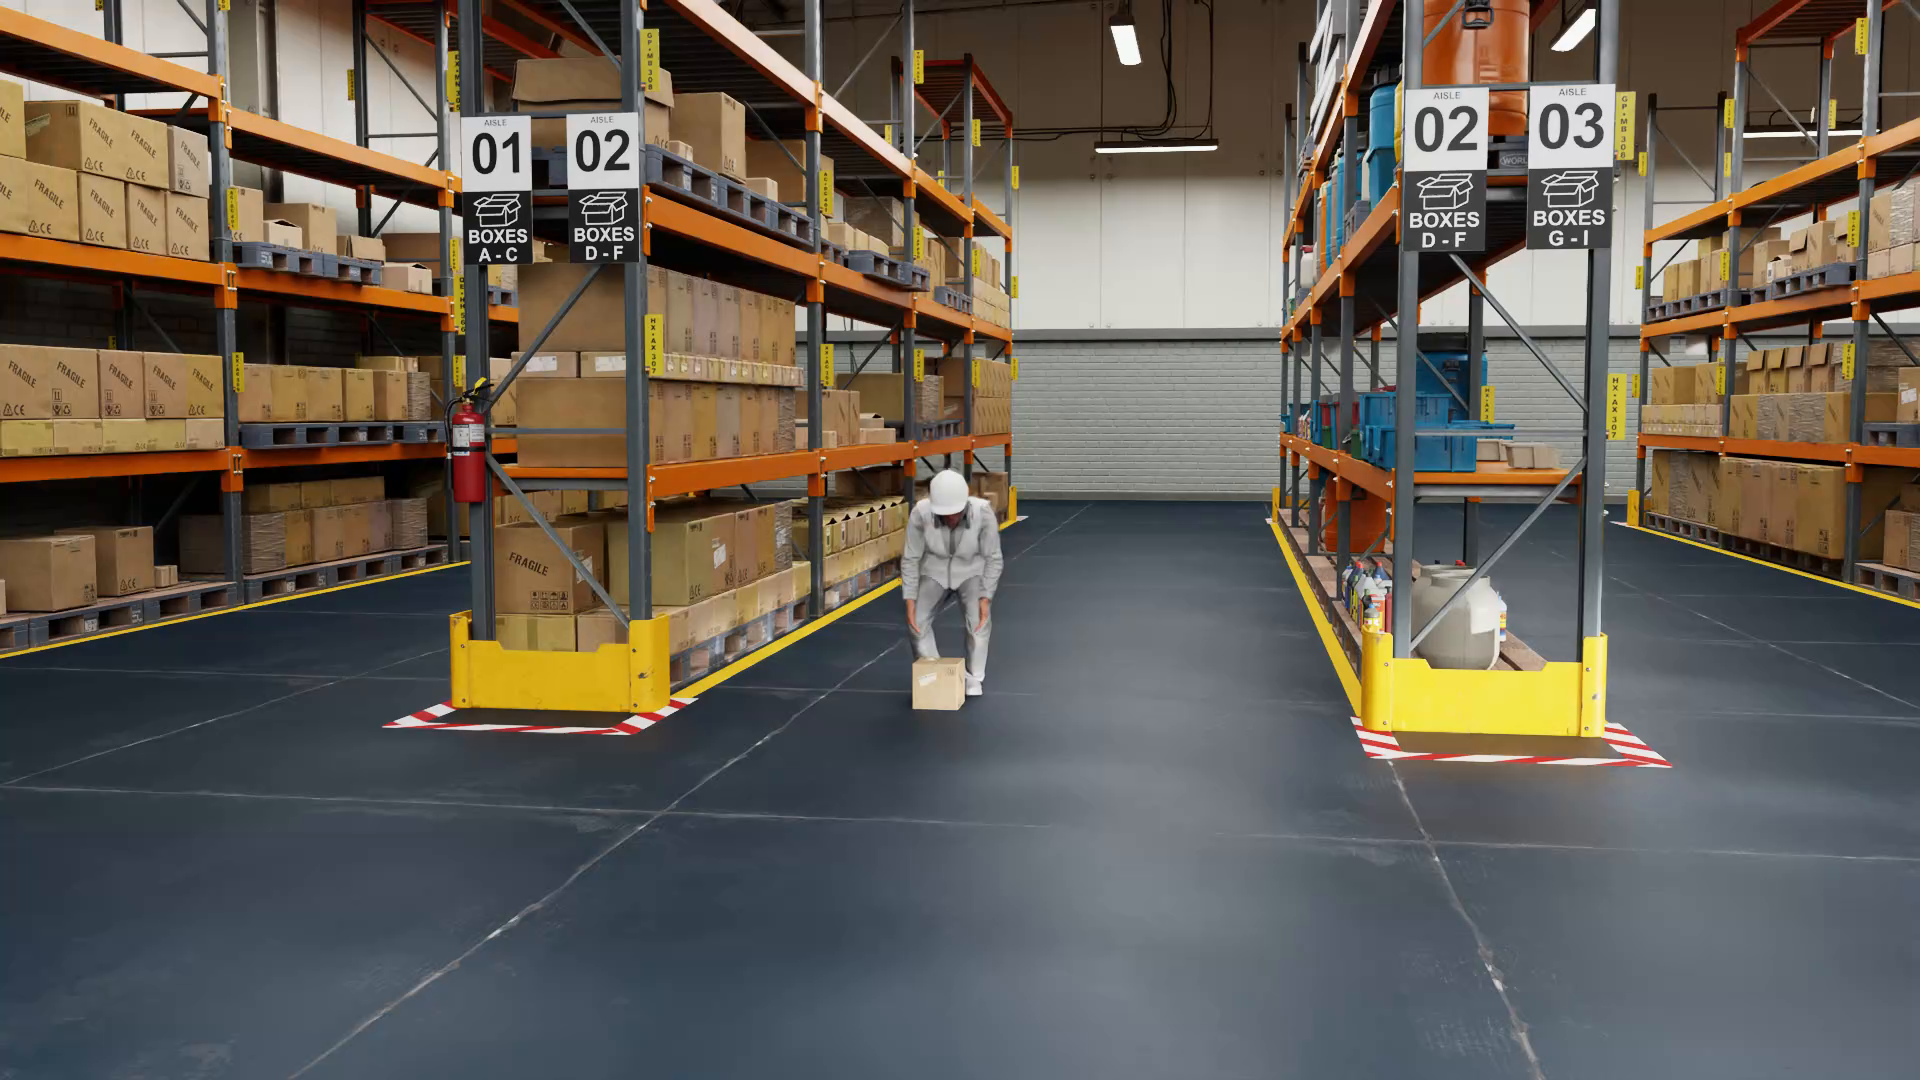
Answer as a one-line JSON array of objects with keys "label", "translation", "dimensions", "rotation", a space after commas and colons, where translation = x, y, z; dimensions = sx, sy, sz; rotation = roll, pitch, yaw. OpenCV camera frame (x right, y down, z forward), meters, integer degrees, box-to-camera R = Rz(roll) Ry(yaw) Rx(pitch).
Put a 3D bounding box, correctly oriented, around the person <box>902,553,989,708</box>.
[{"label": "person", "translation": [-0.079, 0.498, 9.394], "dimensions": [0.503, 0.826, 1.001], "rotation": [1, 4, 7]}]
